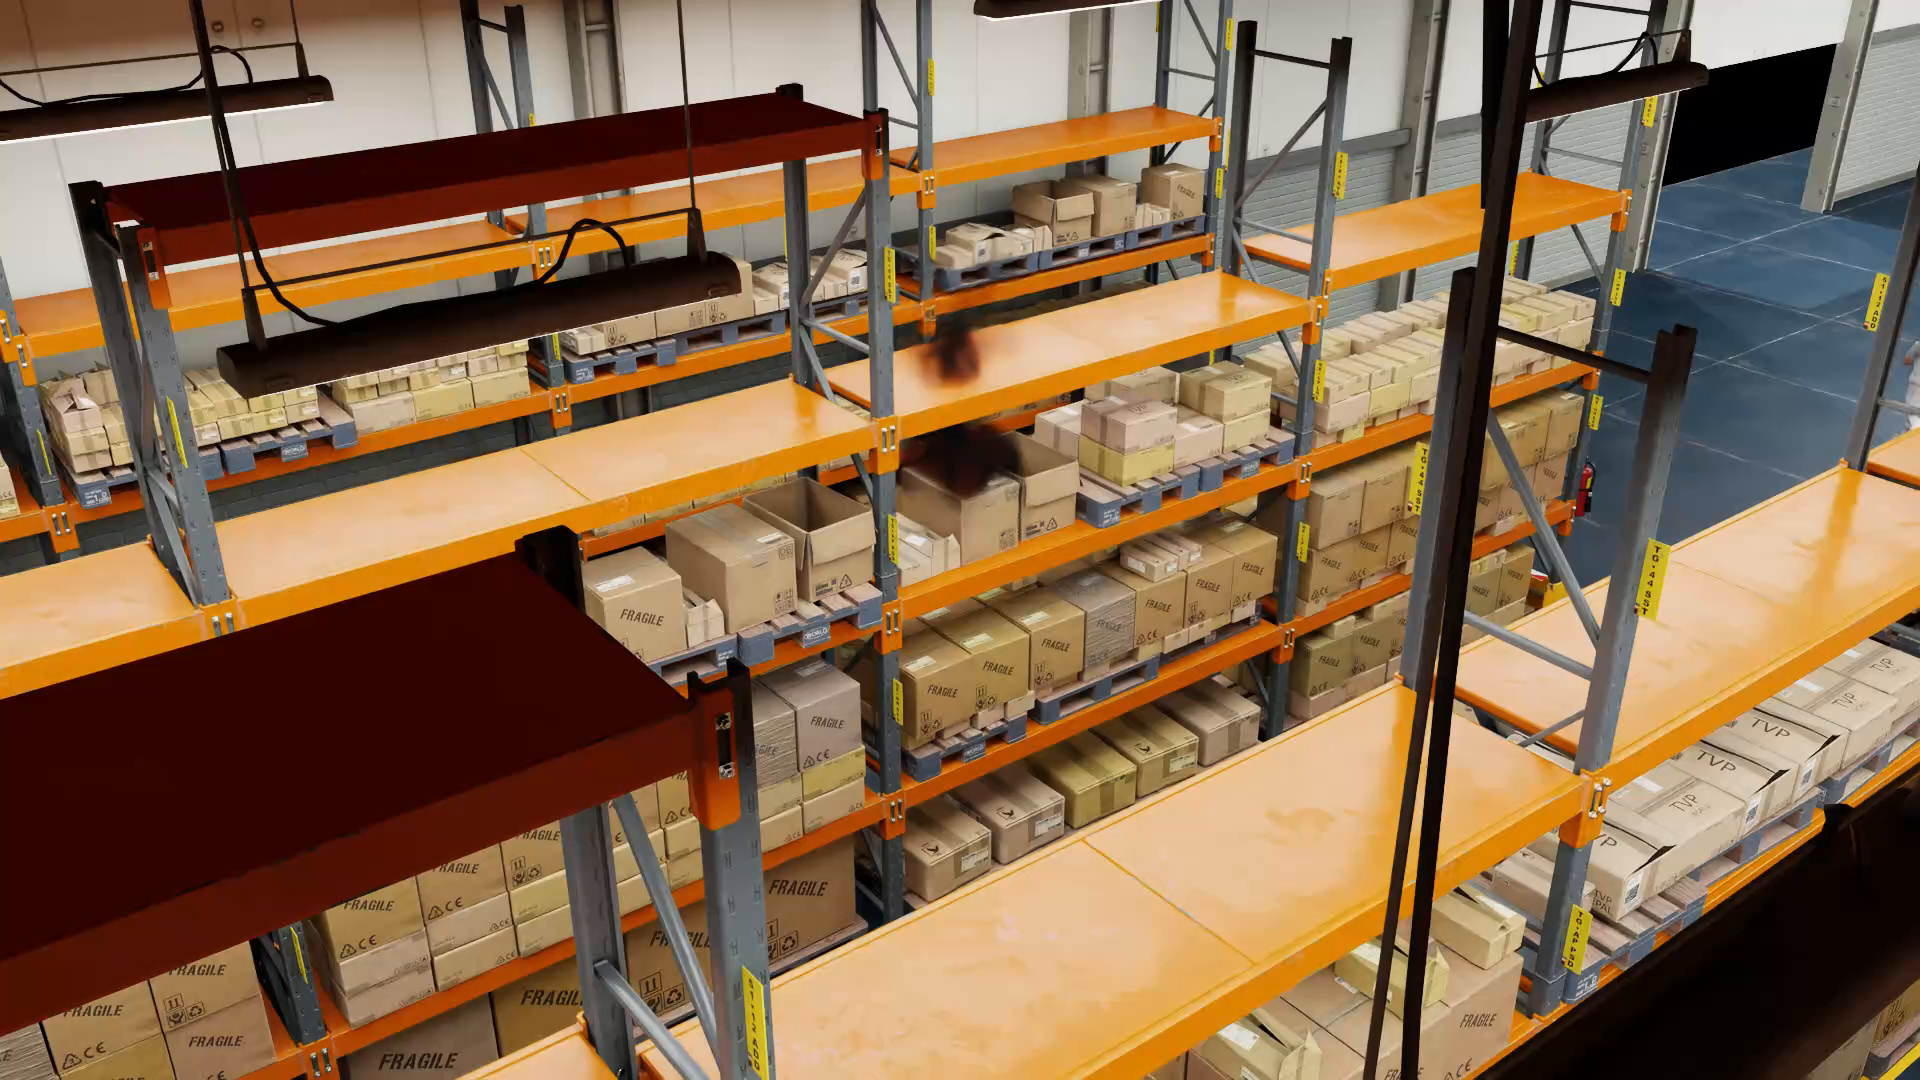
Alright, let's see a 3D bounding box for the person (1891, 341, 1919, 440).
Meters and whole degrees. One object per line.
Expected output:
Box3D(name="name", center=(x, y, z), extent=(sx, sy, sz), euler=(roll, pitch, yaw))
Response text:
Box3D(name="person", center=(11.485, -1.838, 19.762), extent=(0.659, 1.781, 0.991), euler=(1, 26, 2))
